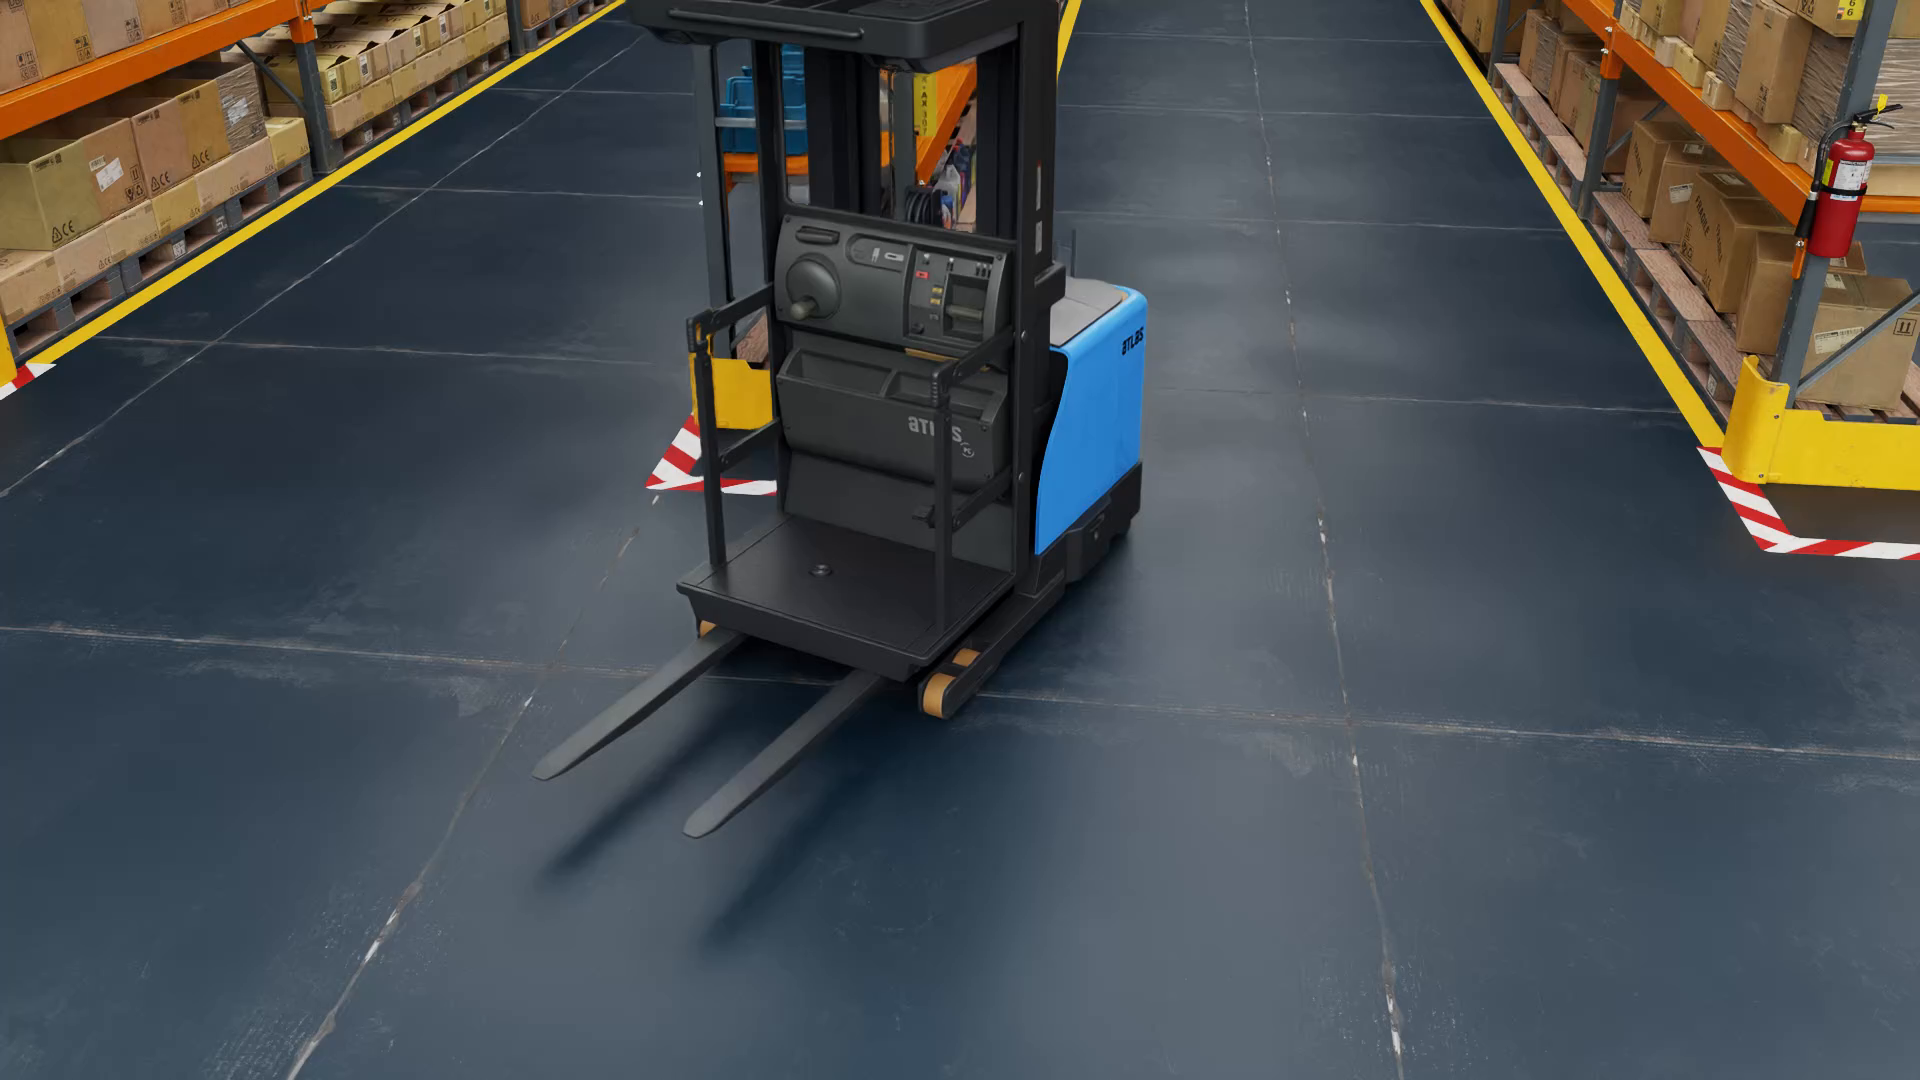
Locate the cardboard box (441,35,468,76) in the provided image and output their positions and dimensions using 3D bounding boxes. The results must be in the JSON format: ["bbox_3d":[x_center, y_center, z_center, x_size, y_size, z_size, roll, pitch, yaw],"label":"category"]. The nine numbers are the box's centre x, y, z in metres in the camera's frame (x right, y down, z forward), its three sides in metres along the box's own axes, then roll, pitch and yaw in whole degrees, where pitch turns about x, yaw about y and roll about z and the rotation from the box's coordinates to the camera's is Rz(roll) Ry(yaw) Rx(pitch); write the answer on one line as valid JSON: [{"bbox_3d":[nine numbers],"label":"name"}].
[{"bbox_3d":[-4.582,-4.177,14.297,0.500,0.250,0.500,4,29,7],"label":"cardboard box"}]

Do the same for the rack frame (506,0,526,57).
[{"bbox_3d":[-4.636,-5.944,15.121,1.000,3.000,0.127,3,28,6],"label":"rack frame"}]

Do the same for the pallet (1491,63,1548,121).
[{"bbox_3d":[5.098,-3.771,14.028,1.003,0.211,1.213,3,28,6],"label":"pallet"}]

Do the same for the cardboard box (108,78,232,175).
[{"bbox_3d":[-5.096,-2.665,10.699,0.500,0.500,0.500,3,28,6],"label":"cardboard box"}]

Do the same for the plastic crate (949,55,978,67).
[{"bbox_3d":[-0.158,-2.876,9.705,0.530,0.136,0.437,3,28,6],"label":"plastic crate"}]

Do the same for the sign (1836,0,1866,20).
[{"bbox_3d":[3.667,-2.291,6.787,0.100,0.325,0.005,3,28,6],"label":"sign"}]

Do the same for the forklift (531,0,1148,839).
[{"bbox_3d":[-0.361,-0.886,5.804,1.130,2.935,3.031,15,32,25],"label":"forklift"}]

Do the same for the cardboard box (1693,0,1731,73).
[{"bbox_3d":[4.429,-2.743,8.760,0.875,0.500,0.500,3,28,6],"label":"cardboard box"}]

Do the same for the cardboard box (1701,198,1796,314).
[{"bbox_3d":[4.443,-1.555,9.167,0.500,0.500,0.500,6,29,11],"label":"cardboard box"}]

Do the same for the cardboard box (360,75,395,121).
[{"bbox_3d":[-4.767,-3.452,12.951,0.500,0.250,0.500,4,29,7],"label":"cardboard box"}]

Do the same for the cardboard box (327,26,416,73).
[{"bbox_3d":[-4.699,-3.942,13.269,0.500,0.311,0.500,2,28,5],"label":"cardboard box"}]

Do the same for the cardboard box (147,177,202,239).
[{"bbox_3d":[-5.144,-2.098,10.438,0.500,0.250,0.500,3,28,6],"label":"cardboard box"}]

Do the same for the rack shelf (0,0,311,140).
[{"bbox_3d":[-5.371,-2.803,10.049,1.077,0.370,4.000,3,28,6],"label":"rack shelf"}]

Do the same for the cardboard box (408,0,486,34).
[{"bbox_3d":[-4.513,-4.659,14.601,0.500,0.311,0.500,3,28,5],"label":"cardboard box"}]

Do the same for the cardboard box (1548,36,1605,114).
[{"bbox_3d":[5.015,-3.614,12.968,0.700,0.500,0.500,6,29,10],"label":"cardboard box"}]

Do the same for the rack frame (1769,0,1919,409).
[{"bbox_3d":[4.215,-1.601,7.059,1.000,3.000,0.127,3,28,6],"label":"rack frame"}]

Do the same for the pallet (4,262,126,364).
[{"bbox_3d":[-5.564,-1.313,9.465,1.003,0.211,1.213,3,28,6],"label":"pallet"}]

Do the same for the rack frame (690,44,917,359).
[{"bbox_3d":[-0.700,-1.889,7.593,1.000,3.000,0.127,3,28,6],"label":"rack frame"}]

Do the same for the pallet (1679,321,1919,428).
[{"bbox_3d":[4.359,-0.789,8.493,1.003,0.211,1.213,3,28,6],"label":"pallet"}]

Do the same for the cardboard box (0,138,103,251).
[{"bbox_3d":[-5.270,-1.958,9.387,0.500,0.500,0.500,3,28,6],"label":"cardboard box"}]

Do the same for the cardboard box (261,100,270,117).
[{"bbox_3d":[-5.363,-3.248,12.572,0.500,0.250,0.500,3,28,6],"label":"cardboard box"}]

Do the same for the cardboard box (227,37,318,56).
[{"bbox_3d":[-5.303,-3.735,12.885,0.500,0.311,0.500,4,29,8],"label":"cardboard box"}]

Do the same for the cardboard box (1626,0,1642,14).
[{"bbox_3d":[4.589,-3.451,10.073,0.875,0.500,0.500,3,28,6],"label":"cardboard box"}]

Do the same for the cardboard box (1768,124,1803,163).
[{"bbox_3d":[4.056,-1.875,7.832,0.380,0.149,0.250,3,28,6],"label":"cardboard box"}]

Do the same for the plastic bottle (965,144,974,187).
[{"bbox_3d":[0.058,-2.524,11.172,0.061,0.283,0.133,5,29,9],"label":"plastic bottle"}]

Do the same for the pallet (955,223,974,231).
[{"bbox_3d":[-0.481,-1.654,10.098,1.003,0.211,1.213,3,28,6],"label":"pallet"}]

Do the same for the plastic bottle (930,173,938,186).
[{"bbox_3d":[-0.171,-2.201,10.573,0.061,0.283,0.133,3,28,6],"label":"plastic bottle"}]

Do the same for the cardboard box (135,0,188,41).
[{"bbox_3d":[-5.298,-3.411,10.314,0.700,0.500,0.500,4,29,7],"label":"cardboard box"}]

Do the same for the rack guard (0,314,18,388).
[{"bbox_3d":[-5.619,-1.067,8.703,1.175,0.500,0.348,3,28,6],"label":"rack guard"}]

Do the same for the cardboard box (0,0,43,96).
[{"bbox_3d":[-5.487,-2.689,8.973,0.700,0.500,0.500,4,29,8],"label":"cardboard box"}]

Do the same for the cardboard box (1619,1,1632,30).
[{"bbox_3d":[4.380,-3.289,10.458,0.380,0.149,0.250,3,28,6],"label":"cardboard box"}]

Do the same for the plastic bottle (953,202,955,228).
[{"bbox_3d":[-0.077,-2.038,10.356,0.097,0.201,0.097,0,28,0],"label":"plastic bottle"}]

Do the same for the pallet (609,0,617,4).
[{"bbox_3d":[-4.208,-6.214,18.562,1.003,0.211,1.213,3,28,6],"label":"pallet"}]

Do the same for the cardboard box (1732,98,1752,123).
[{"bbox_3d":[4.182,-2.226,8.484,0.380,0.149,0.250,3,28,6],"label":"cardboard box"}]

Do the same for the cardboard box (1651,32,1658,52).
[{"bbox_3d":[4.313,-2.935,9.800,0.380,0.149,0.250,3,28,6],"label":"cardboard box"}]

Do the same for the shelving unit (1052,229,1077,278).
[{"bbox_3d":[0.356,-0.810,7.488,0.258,1.200,0.189,15,32,25],"label":"shelving unit"}]

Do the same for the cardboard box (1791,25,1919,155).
[{"bbox_3d":[4.310,-2.033,7.442,0.875,0.500,0.500,3,28,6],"label":"cardboard box"}]

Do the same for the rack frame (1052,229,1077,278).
[{"bbox_3d":[0.401,-0.848,7.558,0.240,1.200,0.006,15,32,25],"label":"rack frame"}]

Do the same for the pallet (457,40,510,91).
[{"bbox_3d":[-4.775,-4.331,15.067,1.003,0.211,1.213,3,28,6],"label":"pallet"}]

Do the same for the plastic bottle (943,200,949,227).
[{"bbox_3d":[-0.115,-1.925,10.073,0.097,0.271,0.097,0,28,0],"label":"plastic bottle"}]

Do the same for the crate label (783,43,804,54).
[{"bbox_3d":[-0.743,-2.786,9.222,0.502,0.435,0.616,3,28,6],"label":"crate label"}]

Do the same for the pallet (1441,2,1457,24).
[{"bbox_3d":[5.666,-5.654,17.523,1.003,0.211,1.213,3,28,6],"label":"pallet"}]

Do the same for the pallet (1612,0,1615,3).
[{"bbox_3d":[4.943,-3.751,11.252,1.003,0.211,1.213,3,28,6],"label":"pallet"}]

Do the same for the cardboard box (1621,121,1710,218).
[{"bbox_3d":[4.617,-2.382,10.702,0.500,0.500,0.500,3,28,5],"label":"cardboard box"}]

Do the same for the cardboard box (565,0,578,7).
[{"bbox_3d":[-4.171,-5.718,16.872,0.500,0.500,0.500,3,28,6],"label":"cardboard box"}]

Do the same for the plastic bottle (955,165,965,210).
[{"bbox_3d":[-0.005,-2.280,10.720,0.061,0.283,0.133,5,29,10],"label":"plastic bottle"}]

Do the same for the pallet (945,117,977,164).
[{"bbox_3d":[-0.153,-2.916,12.440,1.003,0.211,1.213,3,28,6],"label":"pallet"}]

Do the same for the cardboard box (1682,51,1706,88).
[{"bbox_3d":[4.210,-2.583,9.146,0.380,0.149,0.250,3,28,6],"label":"cardboard box"}]

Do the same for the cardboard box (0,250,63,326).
[{"bbox_3d":[-5.330,-1.392,9.128,0.500,0.250,0.500,3,28,6],"label":"cardboard box"}]

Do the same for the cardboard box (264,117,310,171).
[{"bbox_3d":[-4.966,-2.805,11.750,0.500,0.250,0.500,3,28,6],"label":"cardboard box"}]

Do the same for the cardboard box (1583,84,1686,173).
[{"bbox_3d":[4.802,-2.865,11.577,0.700,0.500,0.500,1,28,2],"label":"cardboard box"}]

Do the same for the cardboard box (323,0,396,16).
[{"bbox_3d":[-5.112,-4.448,14.209,0.500,0.311,0.500,3,28,5],"label":"cardboard box"}]

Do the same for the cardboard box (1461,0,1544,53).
[{"bbox_3d":[5.301,-4.940,15.054,1.225,0.875,0.875,2,28,4],"label":"cardboard box"}]
